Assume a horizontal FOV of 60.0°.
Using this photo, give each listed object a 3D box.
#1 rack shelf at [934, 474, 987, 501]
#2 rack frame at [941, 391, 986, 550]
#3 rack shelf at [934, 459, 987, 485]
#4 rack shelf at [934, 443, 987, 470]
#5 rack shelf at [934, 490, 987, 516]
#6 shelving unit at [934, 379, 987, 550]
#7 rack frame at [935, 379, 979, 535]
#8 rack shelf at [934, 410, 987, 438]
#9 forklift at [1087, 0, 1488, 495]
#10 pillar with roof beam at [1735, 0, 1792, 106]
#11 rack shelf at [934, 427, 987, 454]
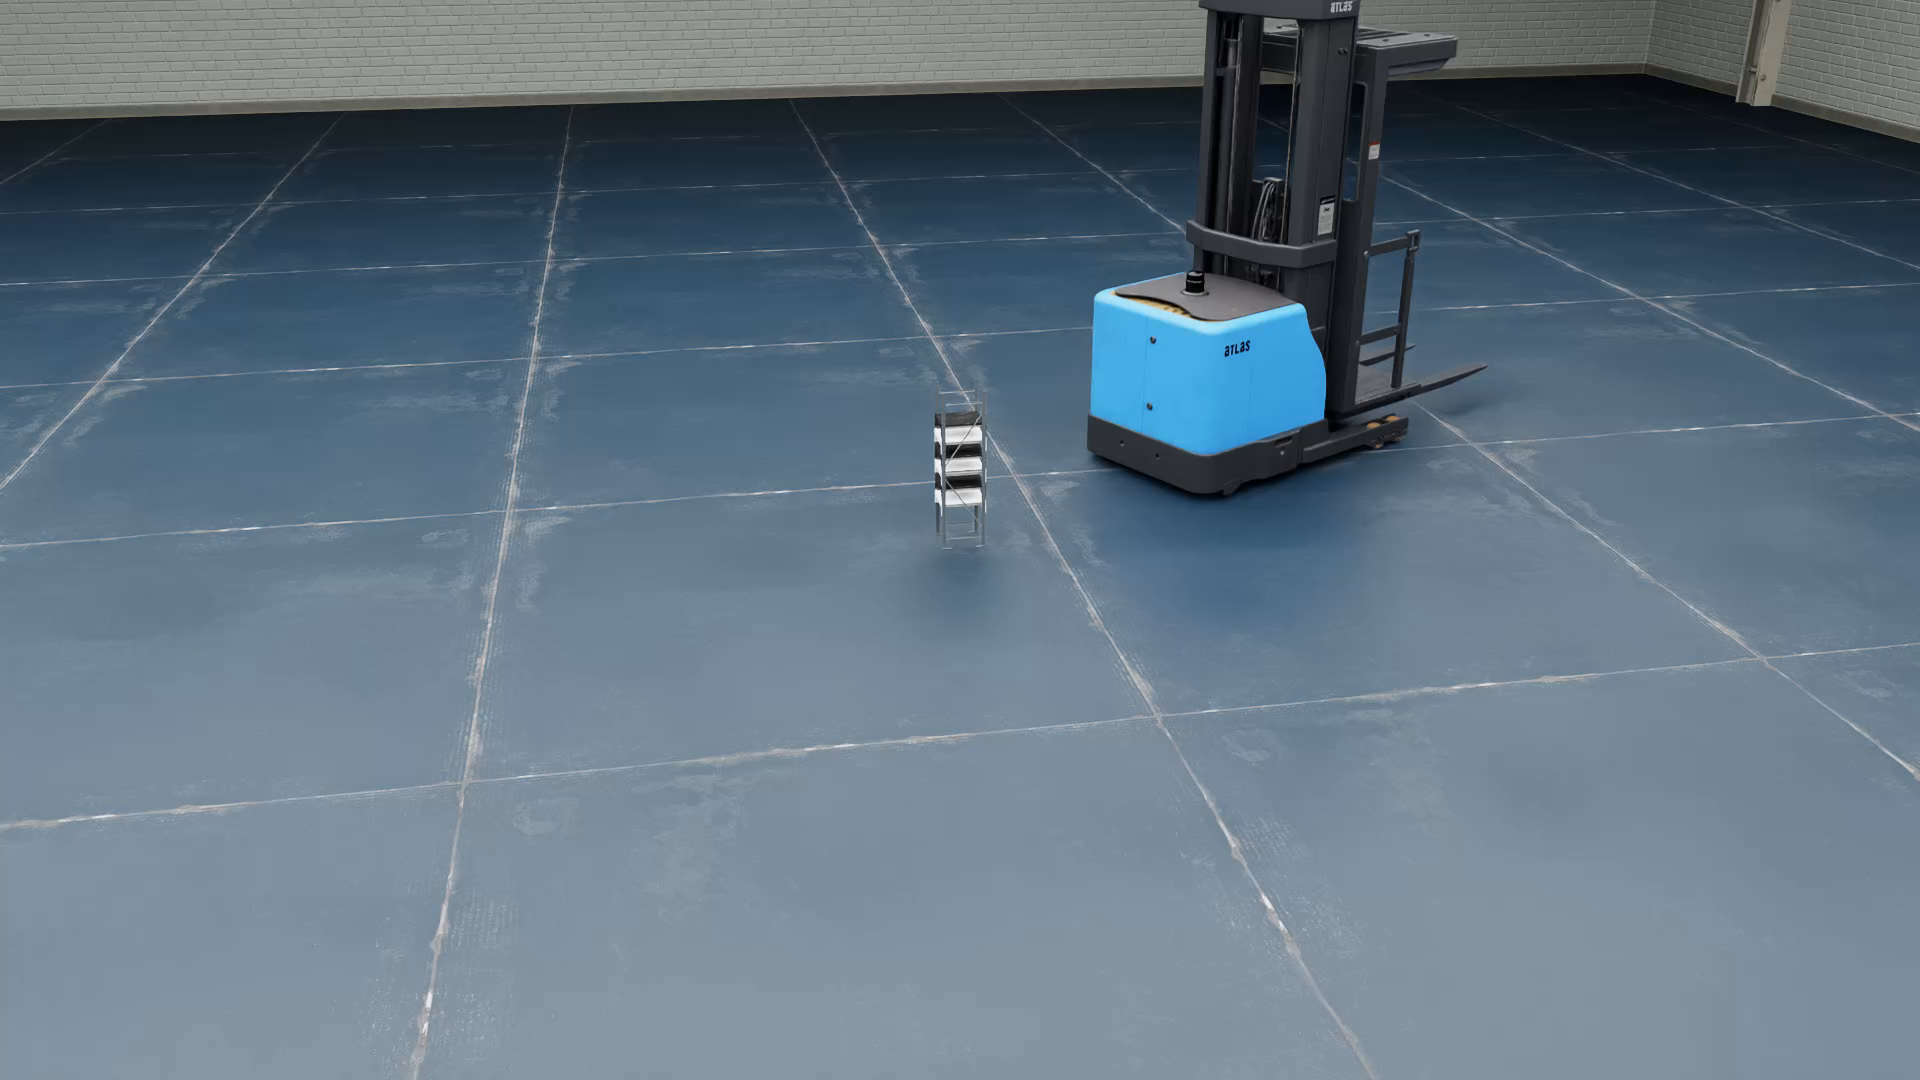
[{"bbox_3d":[0.001,-0.296,9.112,0.258,0.077,0.200,-4,24,-10],"label":"rack shelf"},{"bbox_3d":[0.020,-0.369,8.971,0.240,0.900,0.006,-4,24,-10],"label":"rack frame"},{"bbox_3d":[0.001,-0.379,9.076,0.258,0.077,0.200,-4,24,-10],"label":"rack shelf"},{"bbox_3d":[0.001,-0.461,9.040,0.258,0.077,0.200,-4,24,-10],"label":"rack shelf"},{"bbox_3d":[0.001,-0.214,9.148,0.258,0.077,0.200,-4,24,-10],"label":"rack shelf"},{"bbox_3d":[0.001,-0.409,9.063,0.258,0.900,0.210,-4,24,-10],"label":"shelving unit"},{"bbox_3d":[-0.017,-0.449,9.154,0.240,0.900,0.006,-4,24,-10],"label":"rack frame"},{"bbox_3d":[0.001,-0.626,8.968,0.258,0.077,0.200,-4,24,-10],"label":"rack shelf"},{"bbox_3d":[2.256,-2.071,10.329,3.031,2.935,1.130,-18,29,-35],"label":"forklift"},{"bbox_3d":[6.835,-9.892,20.655,9.100,9.000,0.400,-4,24,-10],"label":"pillar with roof beam"},{"bbox_3d":[0.001,-0.544,9.004,0.258,0.077,0.200,-4,24,-10],"label":"rack shelf"}]
